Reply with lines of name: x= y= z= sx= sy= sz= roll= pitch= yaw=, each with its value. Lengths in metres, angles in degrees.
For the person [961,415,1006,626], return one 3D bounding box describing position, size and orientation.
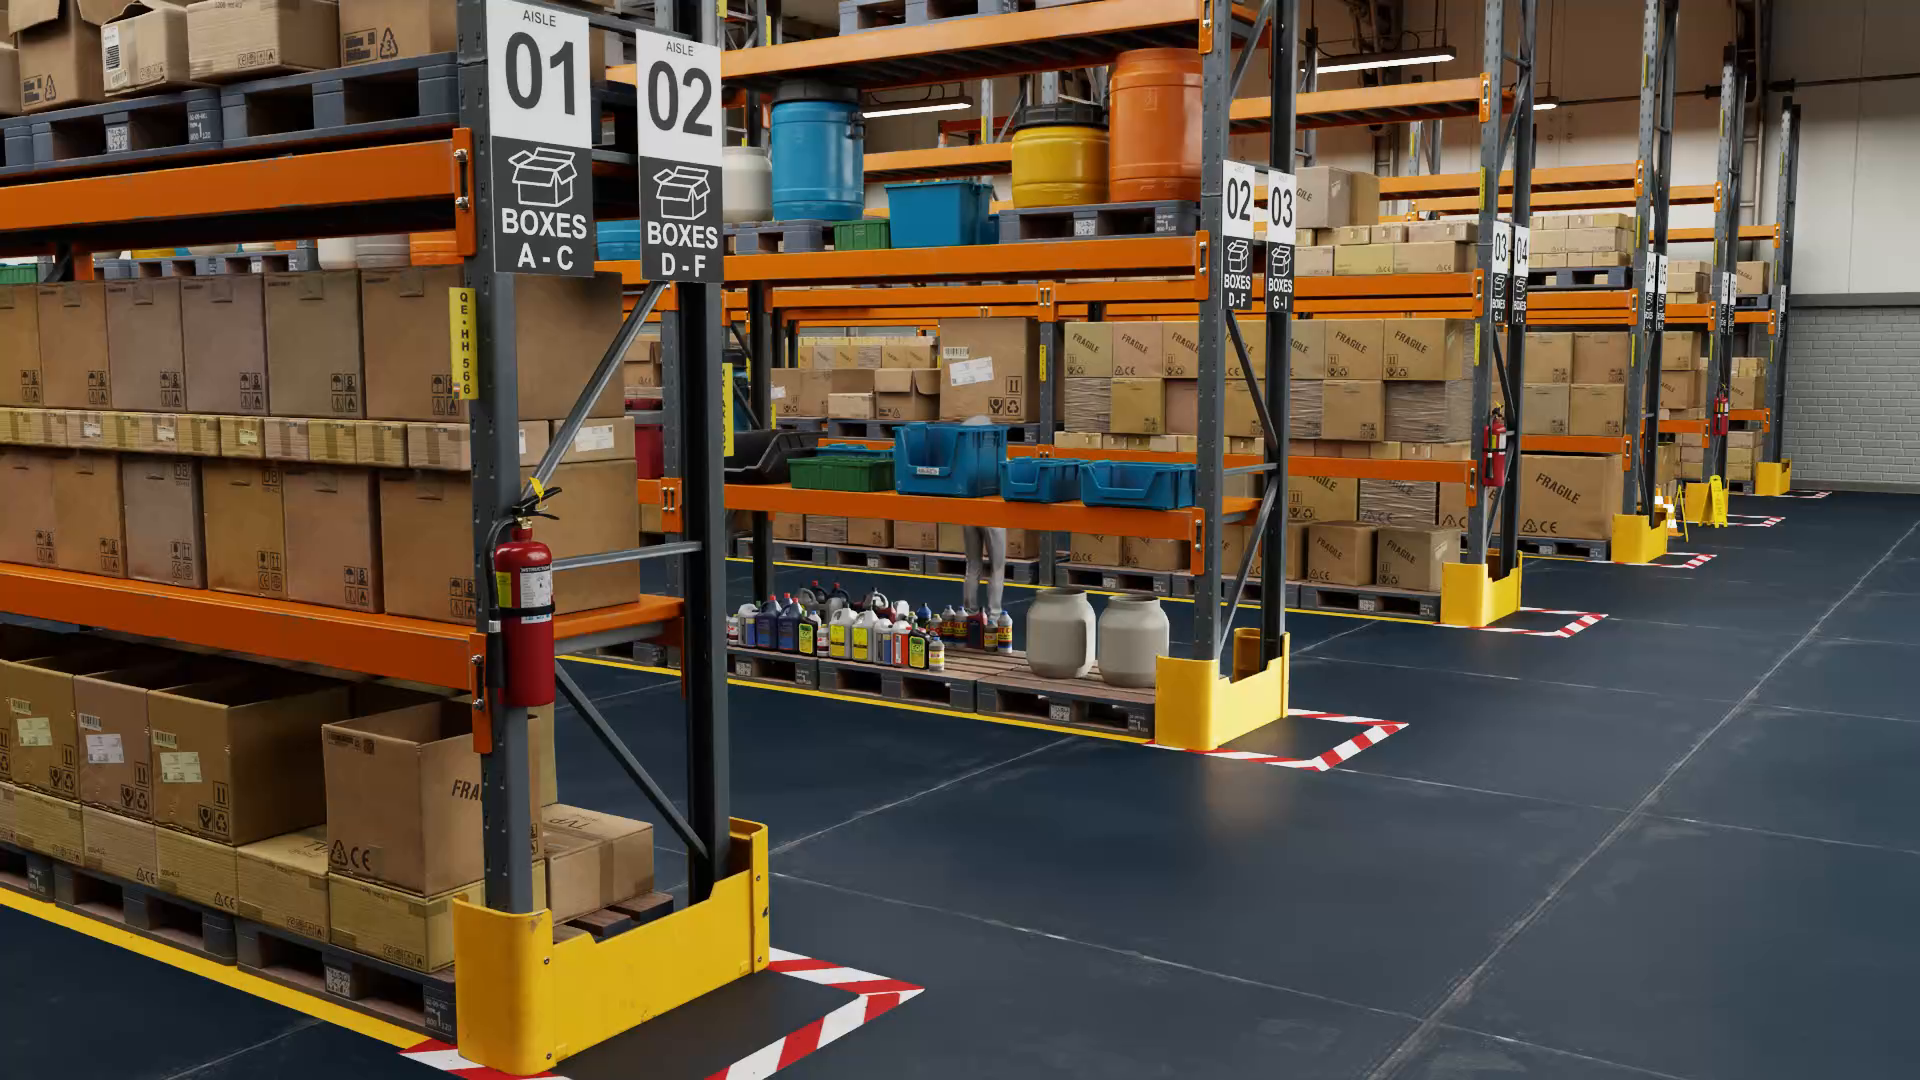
person: x=0.223 y=-0.159 z=13.294 sx=0.461 sy=1.687 sz=0.555 roll=4 pitch=8 yaw=34
